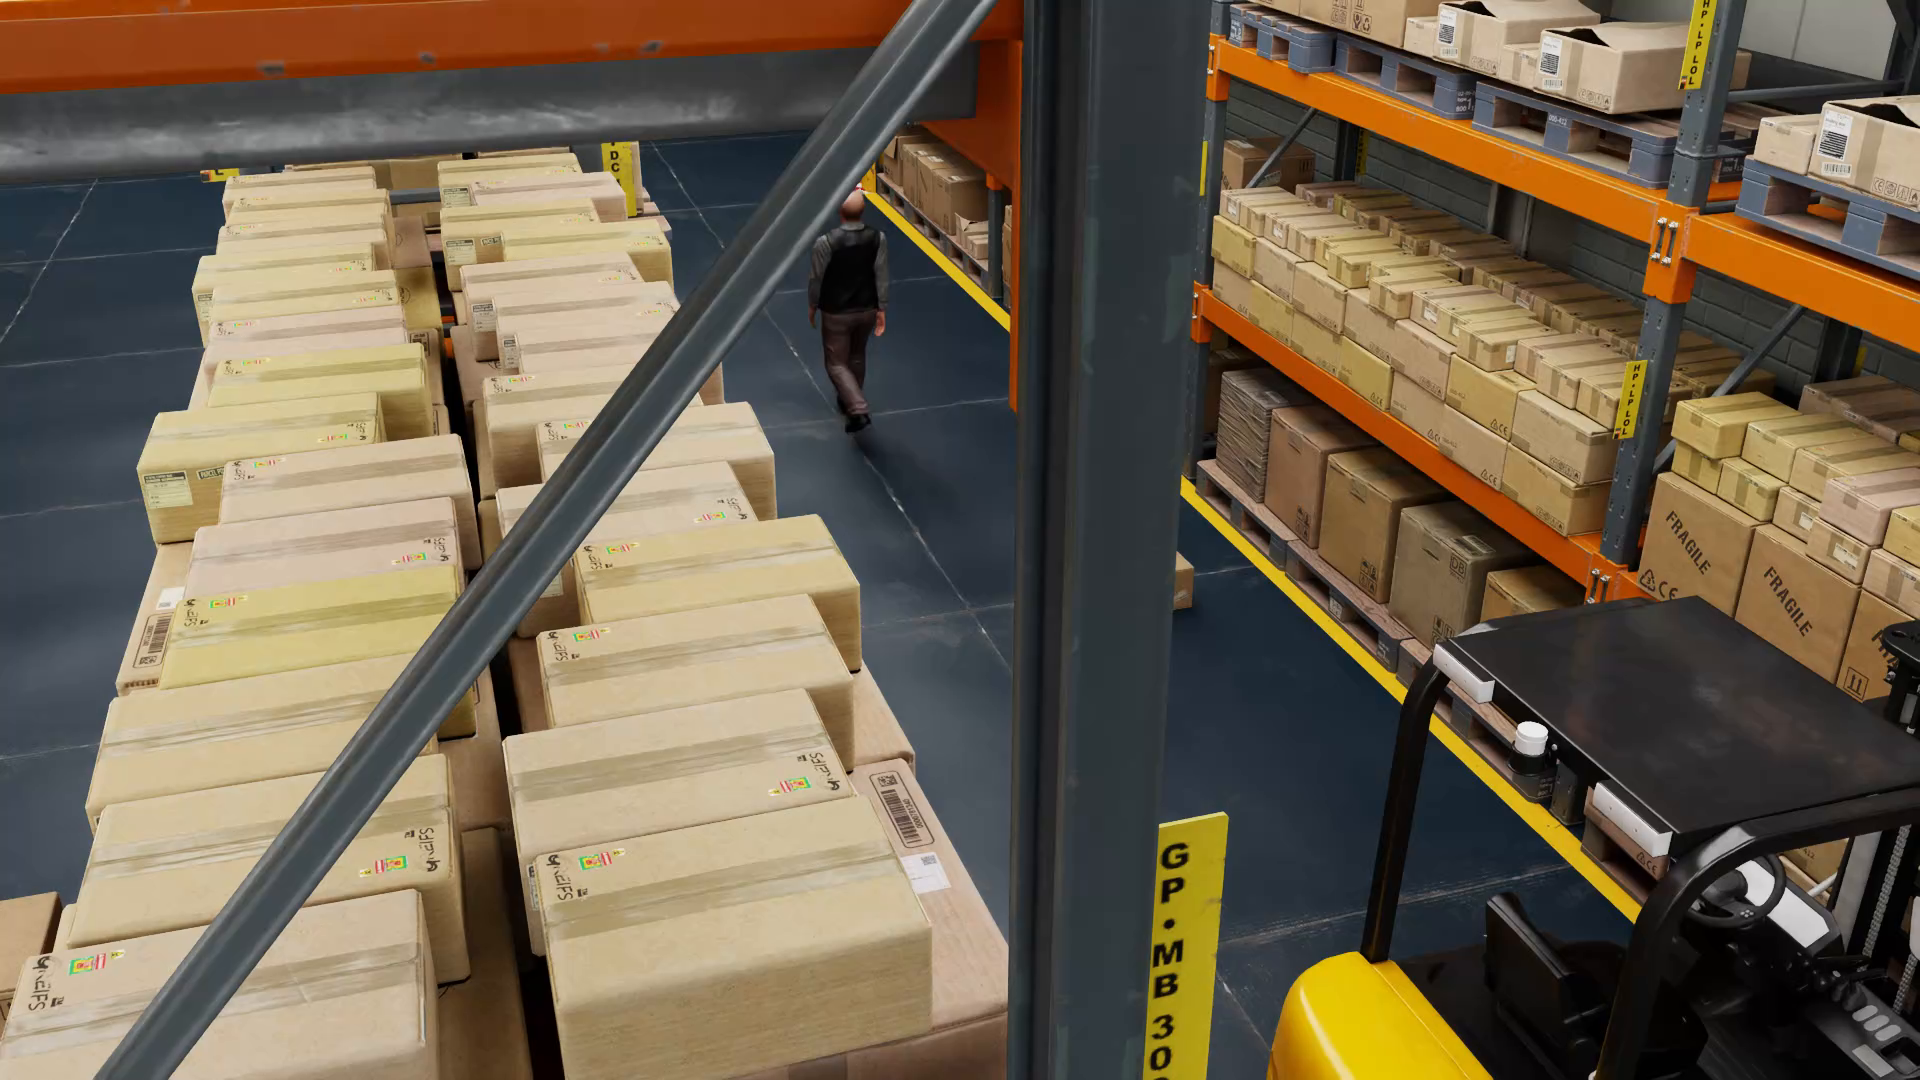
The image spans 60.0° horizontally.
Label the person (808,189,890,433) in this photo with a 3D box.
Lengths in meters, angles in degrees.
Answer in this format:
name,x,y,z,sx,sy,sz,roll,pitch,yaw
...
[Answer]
name,x,y,z,sx,sy,sz,roll,pitch,yaw
person,-0.758,-1.524,11.332,0.535,1.611,0.913,-12,29,-23
